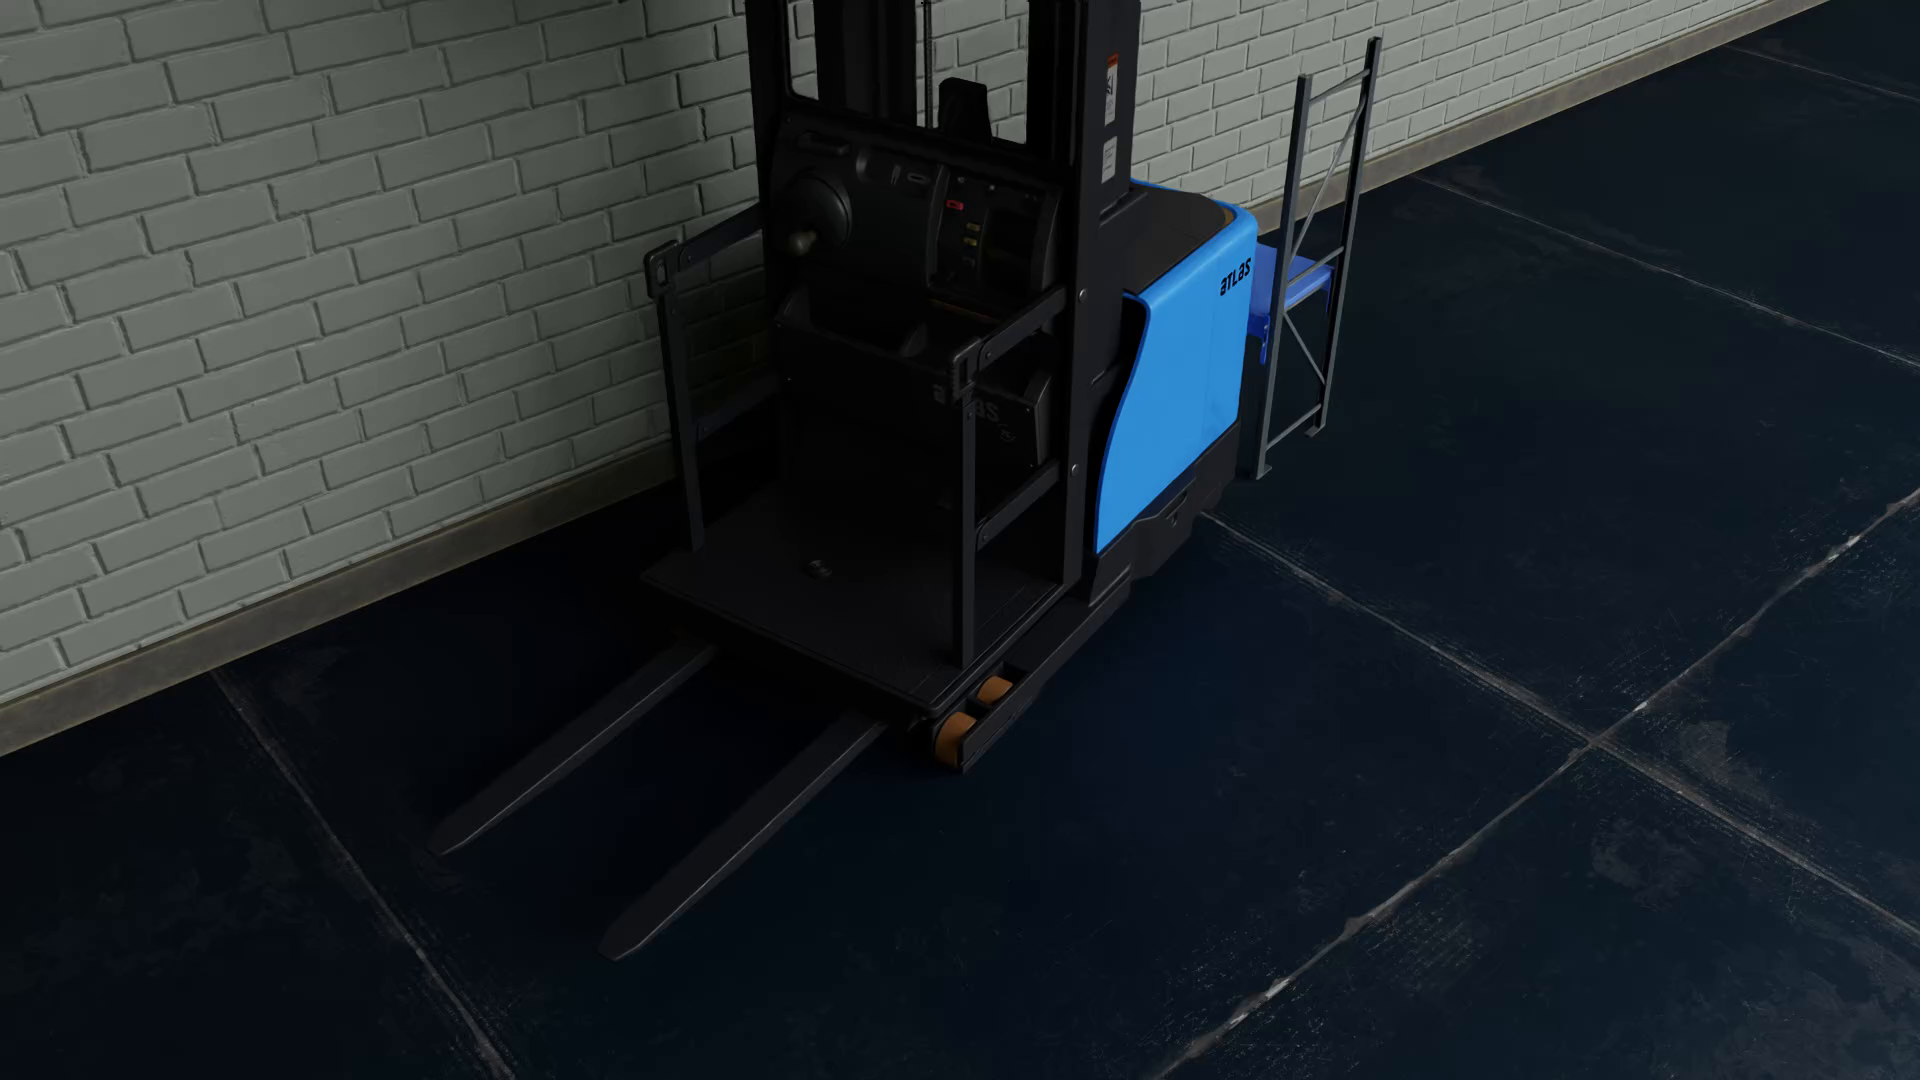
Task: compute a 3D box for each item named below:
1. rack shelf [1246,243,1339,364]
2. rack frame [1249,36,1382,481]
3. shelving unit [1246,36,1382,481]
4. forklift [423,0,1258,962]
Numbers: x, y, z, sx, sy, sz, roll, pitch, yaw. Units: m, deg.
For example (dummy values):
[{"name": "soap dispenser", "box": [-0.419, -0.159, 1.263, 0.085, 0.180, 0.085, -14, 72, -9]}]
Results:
[{"name": "rack shelf", "box": [0.836, -0.984, 6.153, 1.000, 0.185, 0.538, 26, 43, 31]}, {"name": "rack frame", "box": [1.227, -0.943, 5.784, 0.032, 1.500, 0.500, 26, 43, 31]}, {"name": "shelving unit", "box": [0.836, -1.131, 6.049, 1.048, 1.500, 0.538, 26, 43, 31]}, {"name": "forklift", "box": [-0.254, -0.846, 4.408, 1.130, 2.935, 3.031, 21, 41, 27]}]
